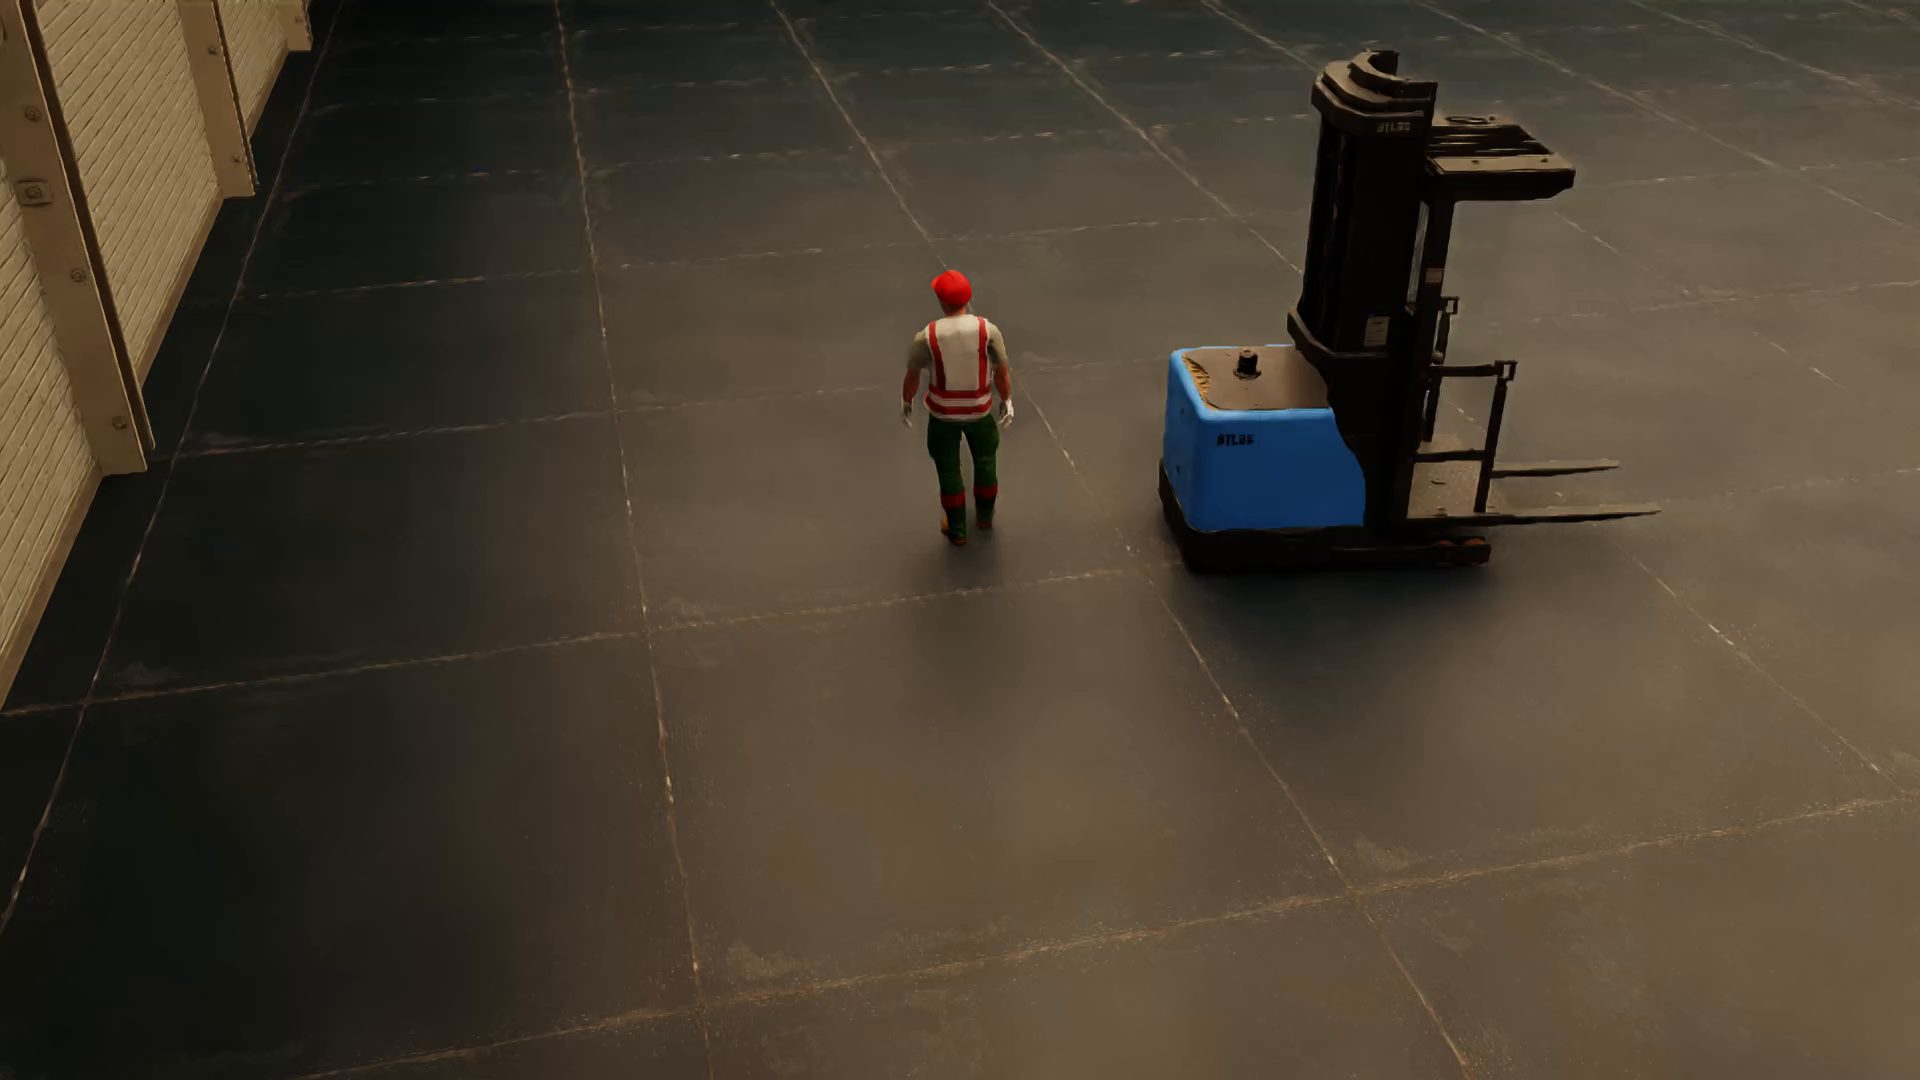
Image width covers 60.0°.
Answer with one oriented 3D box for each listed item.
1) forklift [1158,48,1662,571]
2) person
[{"bbox_3d":[2.843,-1.366,9.934,3.031,2.935,1.130,-2,30,-4],"label":"forklift"},{"bbox_3d":[-0.027,-0.843,10.178,0.686,1.788,0.559,-4,30,-6],"label":"person"}]
